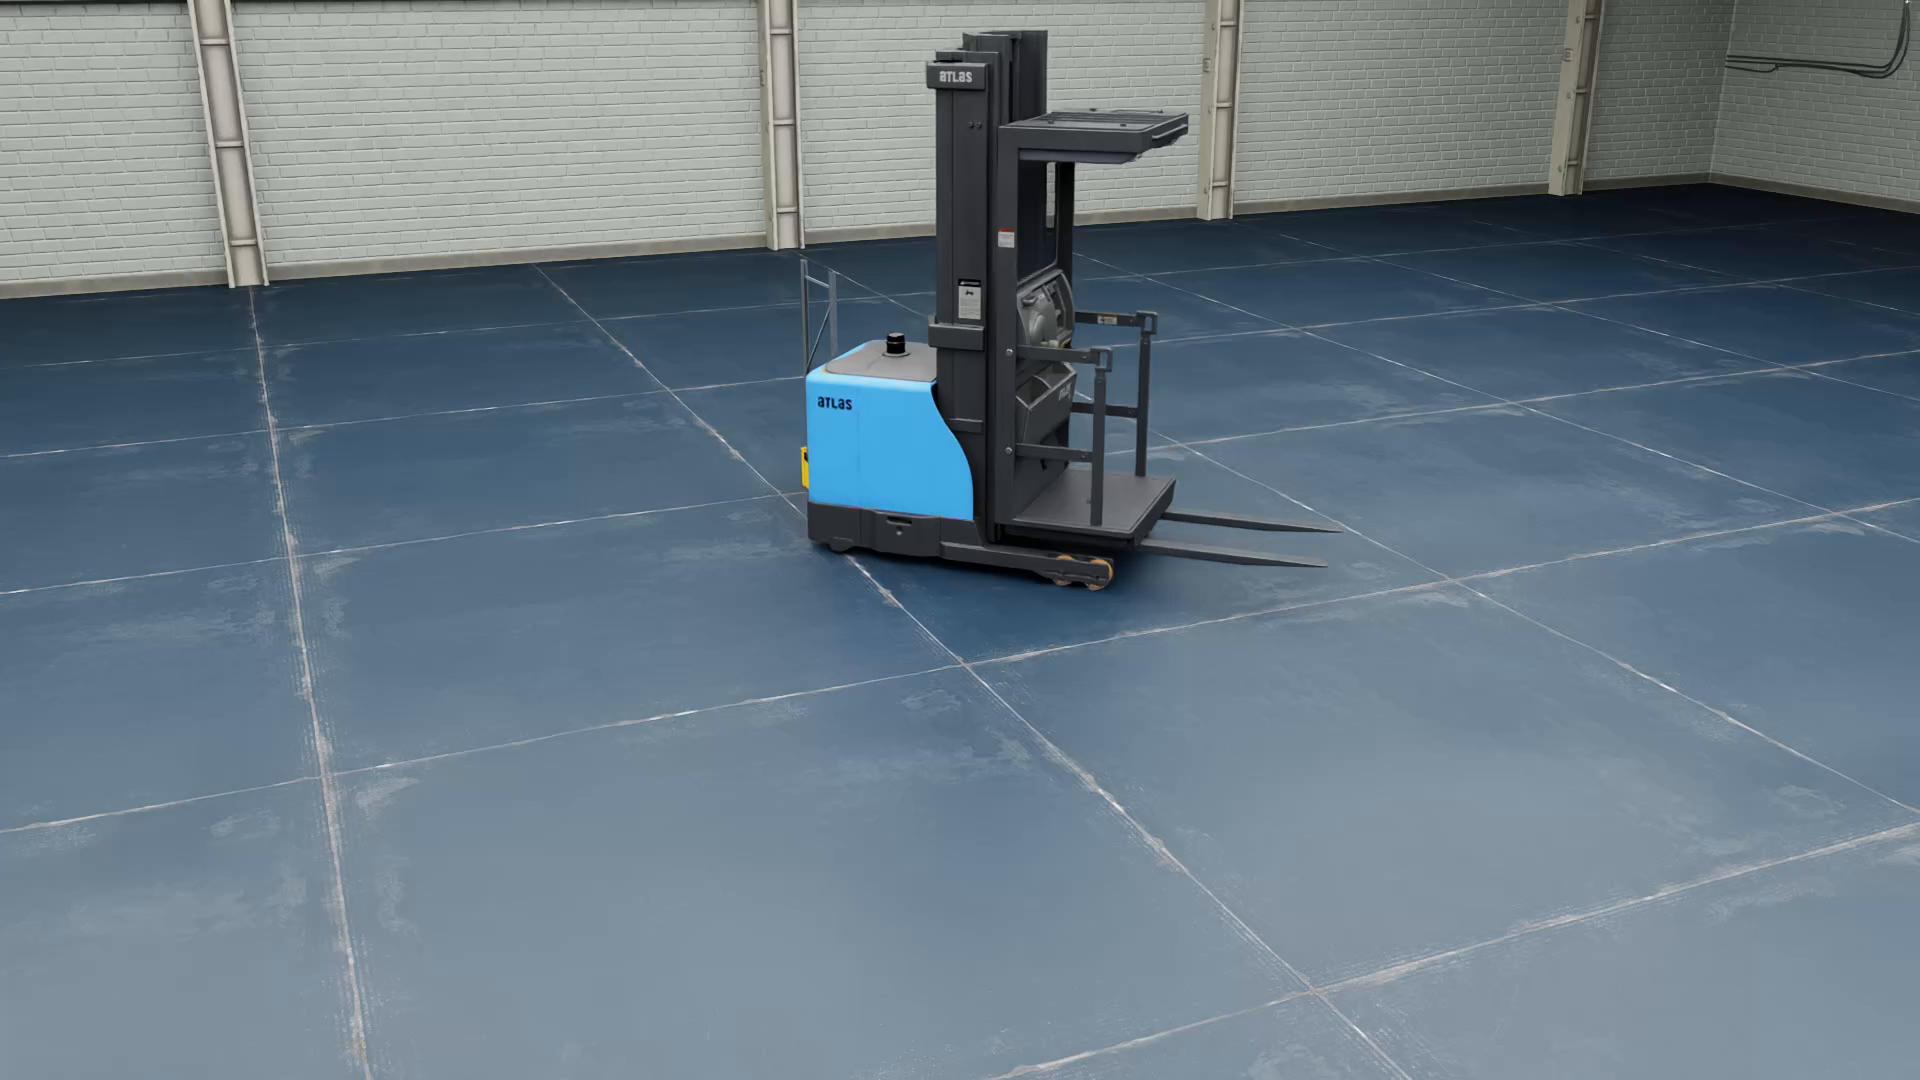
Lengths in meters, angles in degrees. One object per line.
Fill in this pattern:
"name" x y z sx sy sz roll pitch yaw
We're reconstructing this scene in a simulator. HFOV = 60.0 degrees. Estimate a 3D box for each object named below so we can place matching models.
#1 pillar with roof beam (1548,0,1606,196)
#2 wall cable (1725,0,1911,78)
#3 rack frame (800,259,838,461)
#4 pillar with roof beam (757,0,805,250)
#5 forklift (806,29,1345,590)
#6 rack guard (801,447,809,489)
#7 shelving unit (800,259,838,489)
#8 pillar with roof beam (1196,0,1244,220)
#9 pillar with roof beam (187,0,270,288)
"pillar with roof beam" 10.621 -8.040 19.308 0.400 9.000 9.100 -8 21 -22
"wall cable" 12.144 -7.873 23.507 0.112 2.526 3.097 -8 21 -22
"rack frame" -0.887 -1.001 10.607 0.032 1.500 0.500 -10 22 -26
"pillar with roof beam" -0.398 -6.462 14.824 0.400 9.000 9.100 -8 21 -22
"forklift" 0.671 -1.307 9.320 3.031 2.935 1.130 7 21 19
"rack guard" -0.886 -0.412 10.815 0.087 0.250 0.587 -10 22 -26
"shelving unit" -0.443 -1.077 10.823 1.083 1.500 0.587 -10 22 -26
"pillar with roof beam" 5.111 -7.251 17.066 0.400 9.000 9.100 -8 21 -22
"pillar with roof beam" -5.907 -5.672 12.583 0.400 9.000 9.100 -8 21 -22
